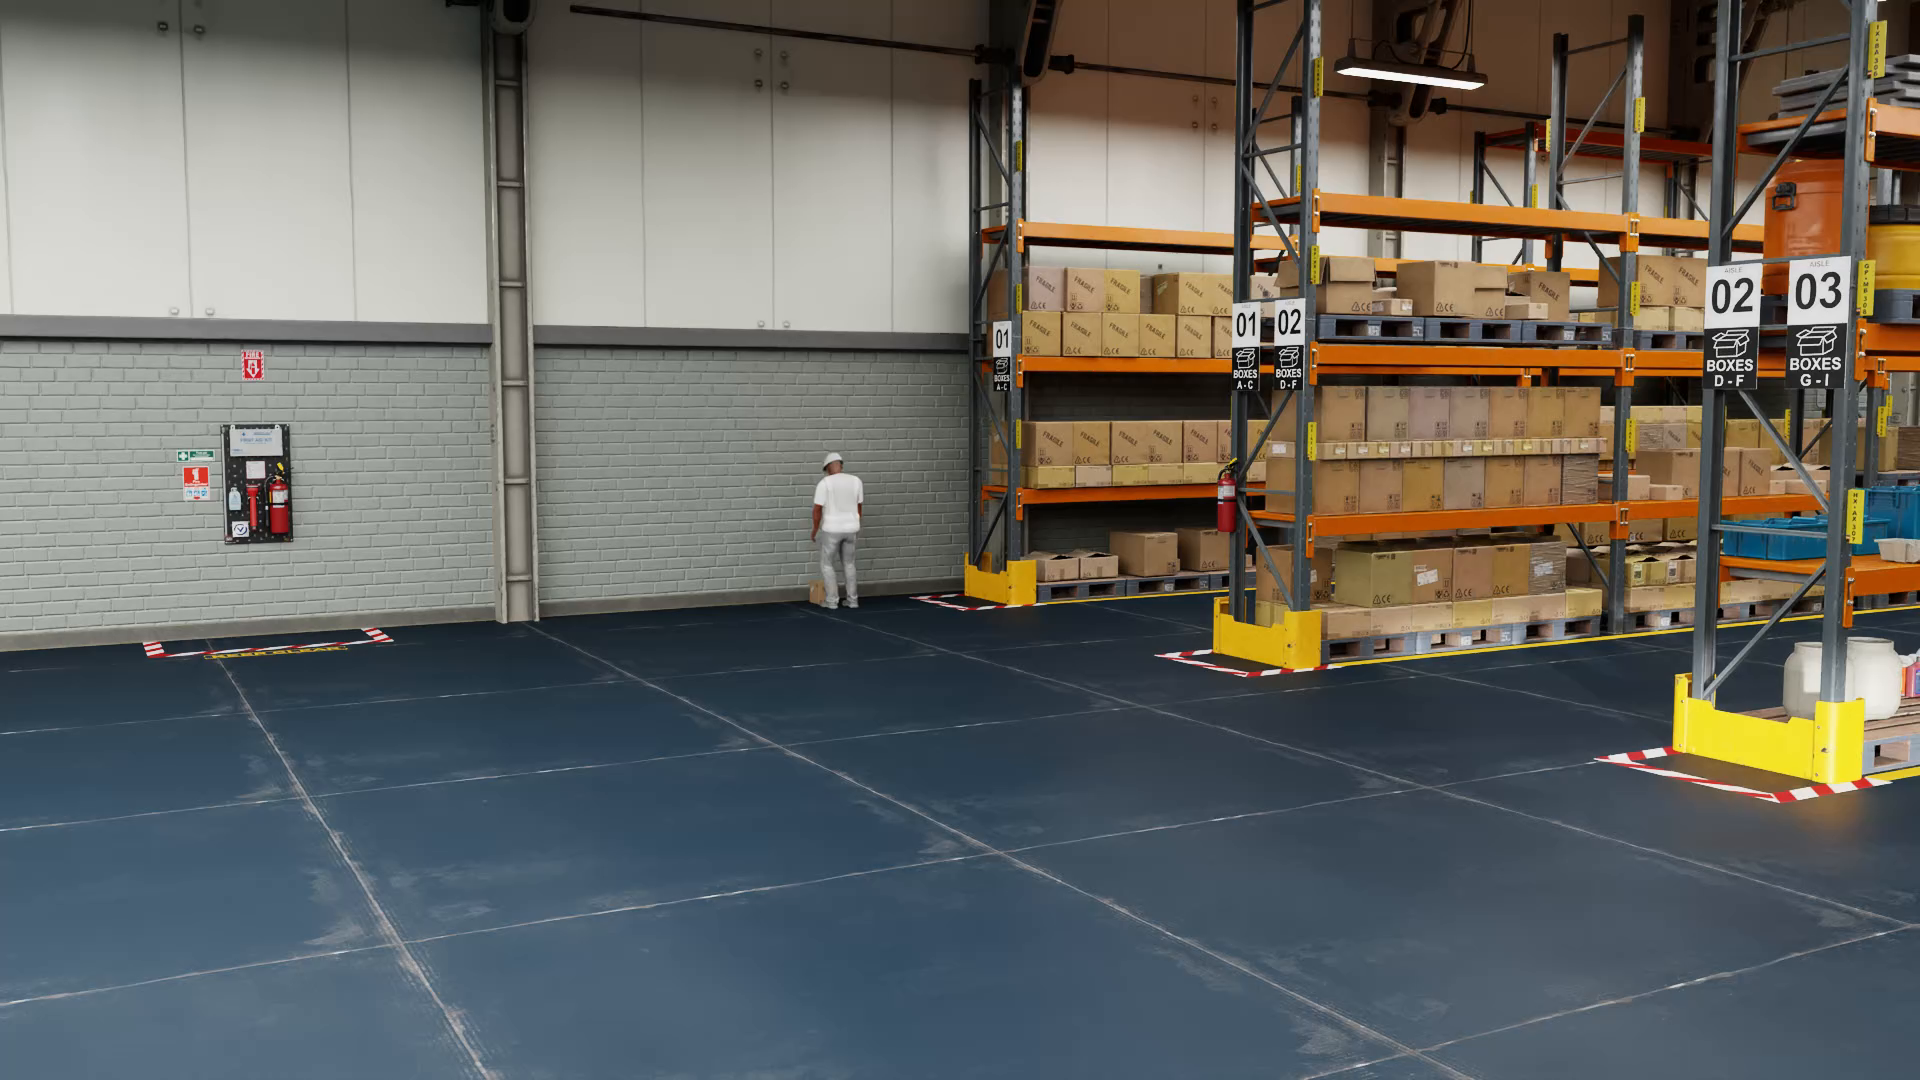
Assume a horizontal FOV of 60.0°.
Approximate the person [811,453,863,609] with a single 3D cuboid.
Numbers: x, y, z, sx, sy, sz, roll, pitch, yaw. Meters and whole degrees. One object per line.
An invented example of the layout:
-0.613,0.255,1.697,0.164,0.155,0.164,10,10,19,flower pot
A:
-1.373,-0.104,18.566,0.588,1.724,0.437,-3,6,-27,person
